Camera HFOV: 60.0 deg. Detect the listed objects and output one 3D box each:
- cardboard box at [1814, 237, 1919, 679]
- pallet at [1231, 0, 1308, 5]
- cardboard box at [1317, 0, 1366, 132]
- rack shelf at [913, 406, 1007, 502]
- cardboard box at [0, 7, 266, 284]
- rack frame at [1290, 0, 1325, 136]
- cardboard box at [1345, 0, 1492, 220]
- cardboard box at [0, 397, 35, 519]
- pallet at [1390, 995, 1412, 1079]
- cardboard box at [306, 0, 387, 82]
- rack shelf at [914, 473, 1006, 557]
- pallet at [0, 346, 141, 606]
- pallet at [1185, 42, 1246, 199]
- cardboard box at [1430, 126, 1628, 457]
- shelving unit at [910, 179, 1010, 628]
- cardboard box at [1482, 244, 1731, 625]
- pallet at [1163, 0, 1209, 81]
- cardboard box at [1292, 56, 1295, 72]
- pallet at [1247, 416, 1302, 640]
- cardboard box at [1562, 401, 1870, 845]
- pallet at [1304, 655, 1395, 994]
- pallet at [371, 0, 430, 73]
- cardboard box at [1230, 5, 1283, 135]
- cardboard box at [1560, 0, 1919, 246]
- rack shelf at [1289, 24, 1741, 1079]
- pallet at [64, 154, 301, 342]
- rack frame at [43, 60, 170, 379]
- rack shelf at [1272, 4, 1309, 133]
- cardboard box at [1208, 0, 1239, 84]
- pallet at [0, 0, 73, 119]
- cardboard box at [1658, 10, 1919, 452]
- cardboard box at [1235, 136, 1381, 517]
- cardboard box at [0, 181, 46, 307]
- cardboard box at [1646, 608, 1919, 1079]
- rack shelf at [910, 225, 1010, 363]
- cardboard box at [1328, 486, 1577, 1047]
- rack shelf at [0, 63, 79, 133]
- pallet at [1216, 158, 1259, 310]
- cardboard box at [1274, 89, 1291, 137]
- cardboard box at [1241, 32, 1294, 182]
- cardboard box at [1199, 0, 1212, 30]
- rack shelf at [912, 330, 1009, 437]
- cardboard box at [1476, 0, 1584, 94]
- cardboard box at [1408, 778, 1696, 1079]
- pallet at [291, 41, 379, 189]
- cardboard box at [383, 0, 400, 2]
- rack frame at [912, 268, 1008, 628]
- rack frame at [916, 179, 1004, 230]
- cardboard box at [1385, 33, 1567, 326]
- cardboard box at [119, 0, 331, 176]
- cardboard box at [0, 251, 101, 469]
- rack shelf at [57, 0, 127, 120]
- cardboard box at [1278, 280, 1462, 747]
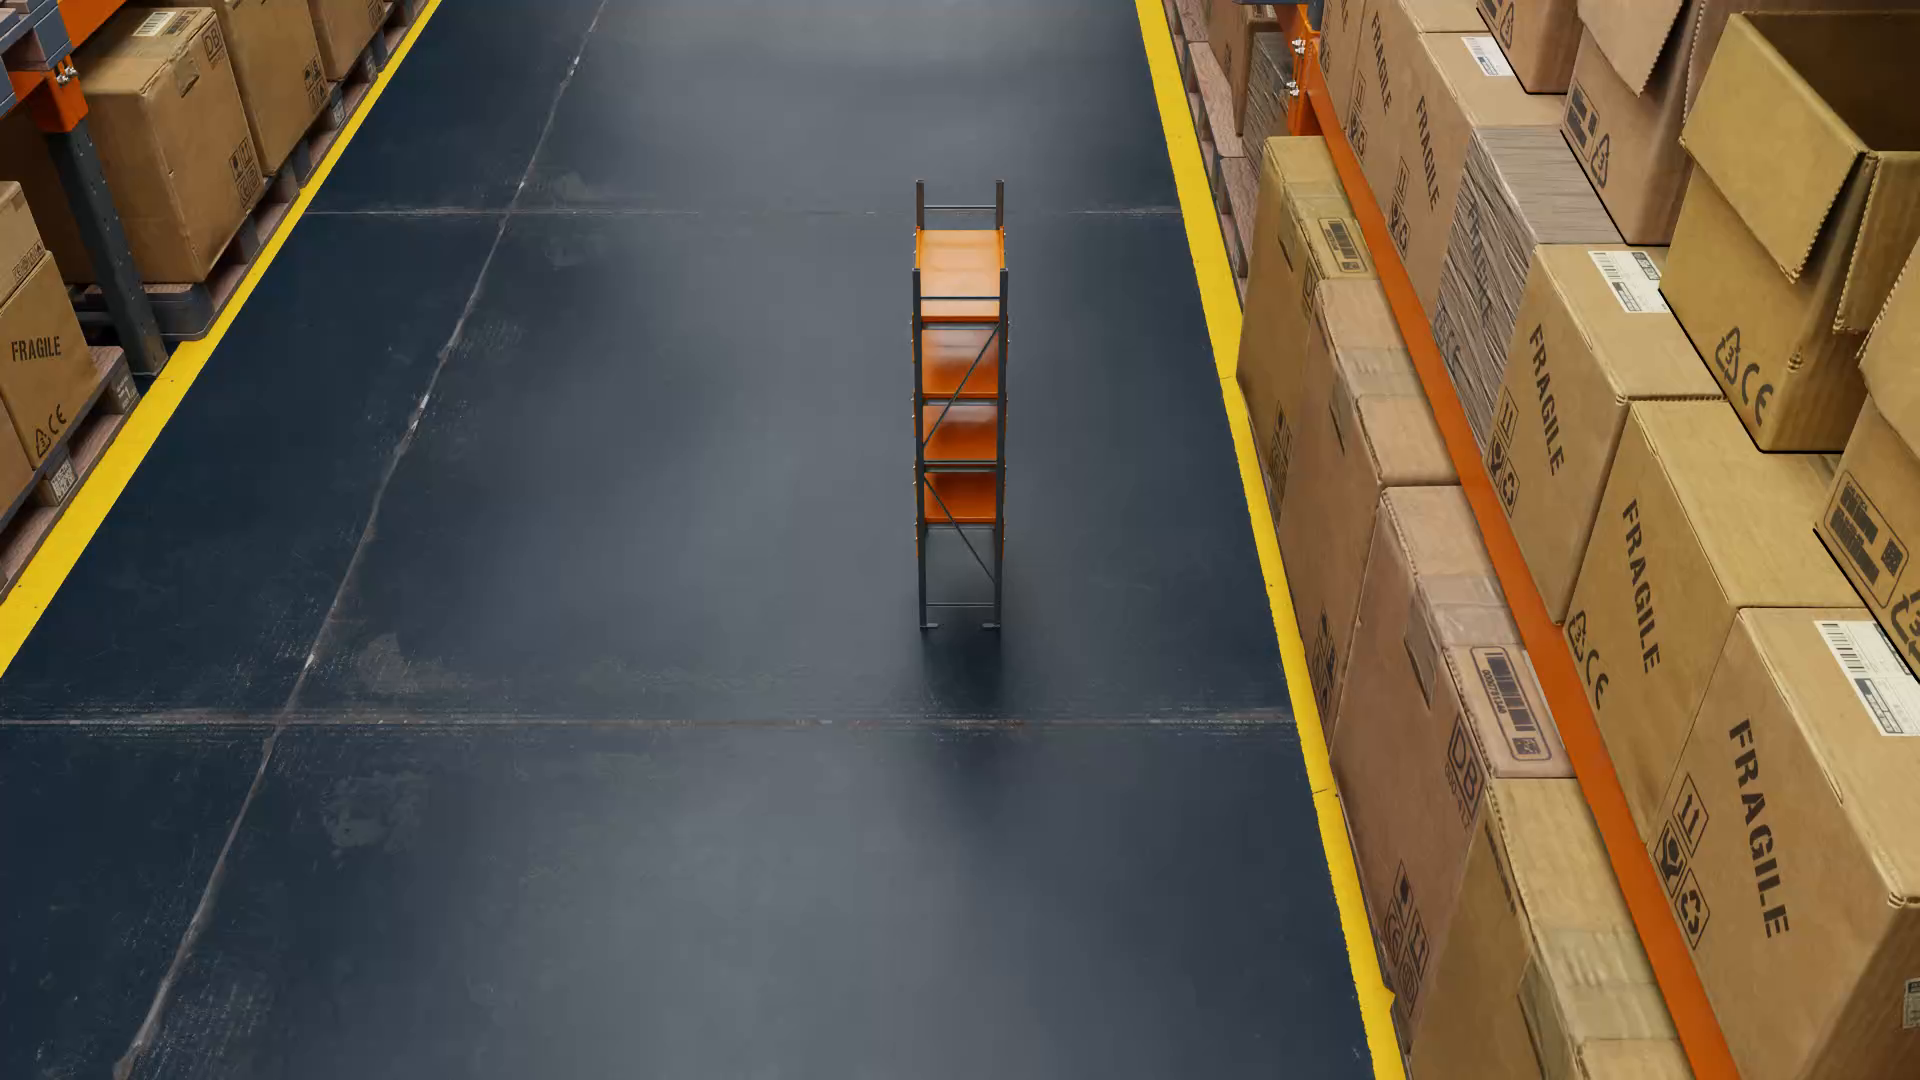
[{"bbox_3d":[1.571,-0.059,2.042,0.797,0.503,0.637,-1,39,-1],"label":"cardboard box"},{"bbox_3d":[1.468,-2.101,5.626,1.213,0.211,1.003,0,39,0],"label":"pallet"},{"bbox_3d":[1.304,-1.465,4.600,0.500,0.500,0.500,1,39,1],"label":"cardboard box"},{"bbox_3d":[0.000,-0.312,4.788,0.258,0.148,0.480,0,39,0],"label":"rack shelf"},{"bbox_3d":[-3.295,-1.457,6.132,1.050,0.750,0.750,-1,39,-1],"label":"cardboard box"},{"bbox_3d":[1.576,-1.730,5.010,1.000,3.000,0.127,0,39,0],"label":"rack frame"},{"bbox_3d":[1.307,-1.143,4.197,0.500,0.500,0.500,-1,39,-1],"label":"cardboard box"},{"bbox_3d":[-3.125,-0.242,4.817,0.500,0.500,0.500,1,39,2],"label":"cardboard box"},{"bbox_3d":[1.504,1.377,3.363,1.003,0.211,1.213,0,39,0],"label":"pallet"},{"bbox_3d":[-3.301,-2.586,7.541,1.050,0.750,0.750,0,39,0],"label":"cardboard box"},{"bbox_3d":[0.000,-0.157,4.912,0.258,0.148,0.480,0,39,0],"label":"rack shelf"},{"bbox_3d":[-3.385,-0.213,5.347,1.003,0.211,1.213,0,39,0],"label":"pallet"},{"bbox_3d":[1.578,-1.892,7.442,1.003,0.211,1.213,0,39,0],"label":"pallet"},{"bbox_3d":[1.310,-0.510,3.407,0.500,0.500,0.500,0,39,0],"label":"cardboard box"},{"bbox_3d":[0.000,-0.365,4.746,0.258,1.200,0.503,0,39,0],"label":"shelving unit"},{"bbox_3d":[1.306,-0.196,3.016,0.500,0.500,0.500,0,39,-1],"label":"cardboard box"},{"bbox_3d":[1.574,-2.657,8.396,1.003,0.211,1.213,0,39,0],"label":"pallet"},{"bbox_3d":[1.534,-1.970,6.357,0.500,0.250,0.500,4,39,5],"label":"cardboard box"},{"bbox_3d":[1.501,-0.149,5.267,1.003,0.211,1.213,0,39,0],"label":"pallet"},{"bbox_3d":[1.313,0.130,2.609,0.500,0.500,0.500,1,39,1],"label":"cardboard box"},{"bbox_3d":[1.500,0.612,4.317,1.003,0.211,1.213,0,39,0],"label":"pallet"},{"bbox_3d":[-3.313,-2.721,8.476,1.003,0.211,1.213,0,39,0],"label":"pallet"},{"bbox_3d":[1.534,-2.047,7.053,0.700,0.500,0.500,3,39,4],"label":"cardboard box"},{"bbox_3d":[1.566,-0.877,3.063,0.797,0.503,0.637,1,39,1],"label":"cardboard box"},{"bbox_3d":[1.578,-0.199,3.675,1.077,0.370,4.000,0,39,0],"label":"rack shelf"},{"bbox_3d":[-3.310,-1.195,6.572,1.003,0.211,1.213,0,39,0],"label":"pallet"},{"bbox_3d":[-3.384,-1.790,5.085,1.000,3.000,0.127,0,39,0],"label":"rack frame"},{"bbox_3d":[1.573,-2.700,6.796,1.077,0.370,4.000,0,39,0],"label":"rack shelf"},{"bbox_3d":[1.533,-2.396,7.488,0.700,0.500,0.500,-3,39,-4],"label":"cardboard box"},{"bbox_3d":[-3.277,-1.269,4.589,1.213,0.211,1.003,0,39,0],"label":"pallet"},{"bbox_3d":[1.582,-0.488,2.578,0.797,0.503,0.637,0,39,0],"label":"cardboard box"},{"bbox_3d":[1.556,-0.633,5.005,1.225,0.875,0.875,-2,39,-2],"label":"cardboard box"},{"bbox_3d":[-3.121,-0.843,4.967,0.500,0.250,0.500,-1,39,-1],"label":"cardboard box"},{"bbox_3d":[1.307,0.440,2.222,0.500,0.500,0.500,0,39,0],"label":"cardboard box"},{"bbox_3d":[0.000,-0.671,4.500,0.258,0.148,0.480,0,39,0],"label":"rack shelf"},{"bbox_3d":[1.558,0.477,3.619,1.225,0.875,0.875,-1,39,-2],"label":"cardboard box"},{"bbox_3d":[-3.382,-0.258,3.749,1.077,0.370,4.000,0,39,0],"label":"rack shelf"},{"bbox_3d":[1.576,-1.131,6.492,1.003,0.211,1.213,0,39,0],"label":"pallet"},{"bbox_3d":[1.555,-1.345,6.177,0.700,0.500,0.500,-2,39,-2],"label":"cardboard box"},{"bbox_3d":[1.542,-1.692,6.610,0.700,0.500,0.500,-3,39,-4],"label":"cardboard box"},{"bbox_3d":[1.532,-2.746,7.924,0.700,0.500,0.500,0,39,0],"label":"cardboard box"},{"bbox_3d":[0.000,-0.487,4.648,0.258,0.148,0.480,0,39,0],"label":"rack shelf"},{"bbox_3d":[1.558,-1.296,3.586,0.797,0.503,0.637,1,39,1],"label":"cardboard box"},{"bbox_3d":[1.560,1.036,2.922,1.225,0.875,0.875,0,39,0],"label":"cardboard box"},{"bbox_3d":[-3.308,-1.956,7.522,1.003,0.211,1.213,0,39,0],"label":"pallet"},{"bbox_3d":[-3.298,-3.189,8.294,1.050,0.750,0.750,0,39,0],"label":"cardboard box"},{"bbox_3d":[0.000,-0.212,4.555,0.240,1.200,0.015,0,39,0],"label":"rack frame"},{"bbox_3d":[0.000,-0.517,4.936,0.240,1.200,0.015,0,39,0],"label":"rack frame"},{"bbox_3d":[1.311,-0.822,3.797,0.500,0.500,0.500,-1,39,-1],"label":"cardboard box"},{"bbox_3d":[-3.299,-2.003,6.814,1.050,0.750,0.750,1,39,1],"label":"cardboard box"},{"bbox_3d":[-3.122,-0.567,5.222,0.500,0.500,0.500,0,39,0],"label":"cardboard box"},{"bbox_3d":[-3.387,-2.760,6.870,1.077,0.370,4.000,0,39,0],"label":"rack shelf"},{"bbox_3d":[1.549,-0.076,4.309,1.225,0.875,0.875,0,39,0],"label":"cardboard box"}]
